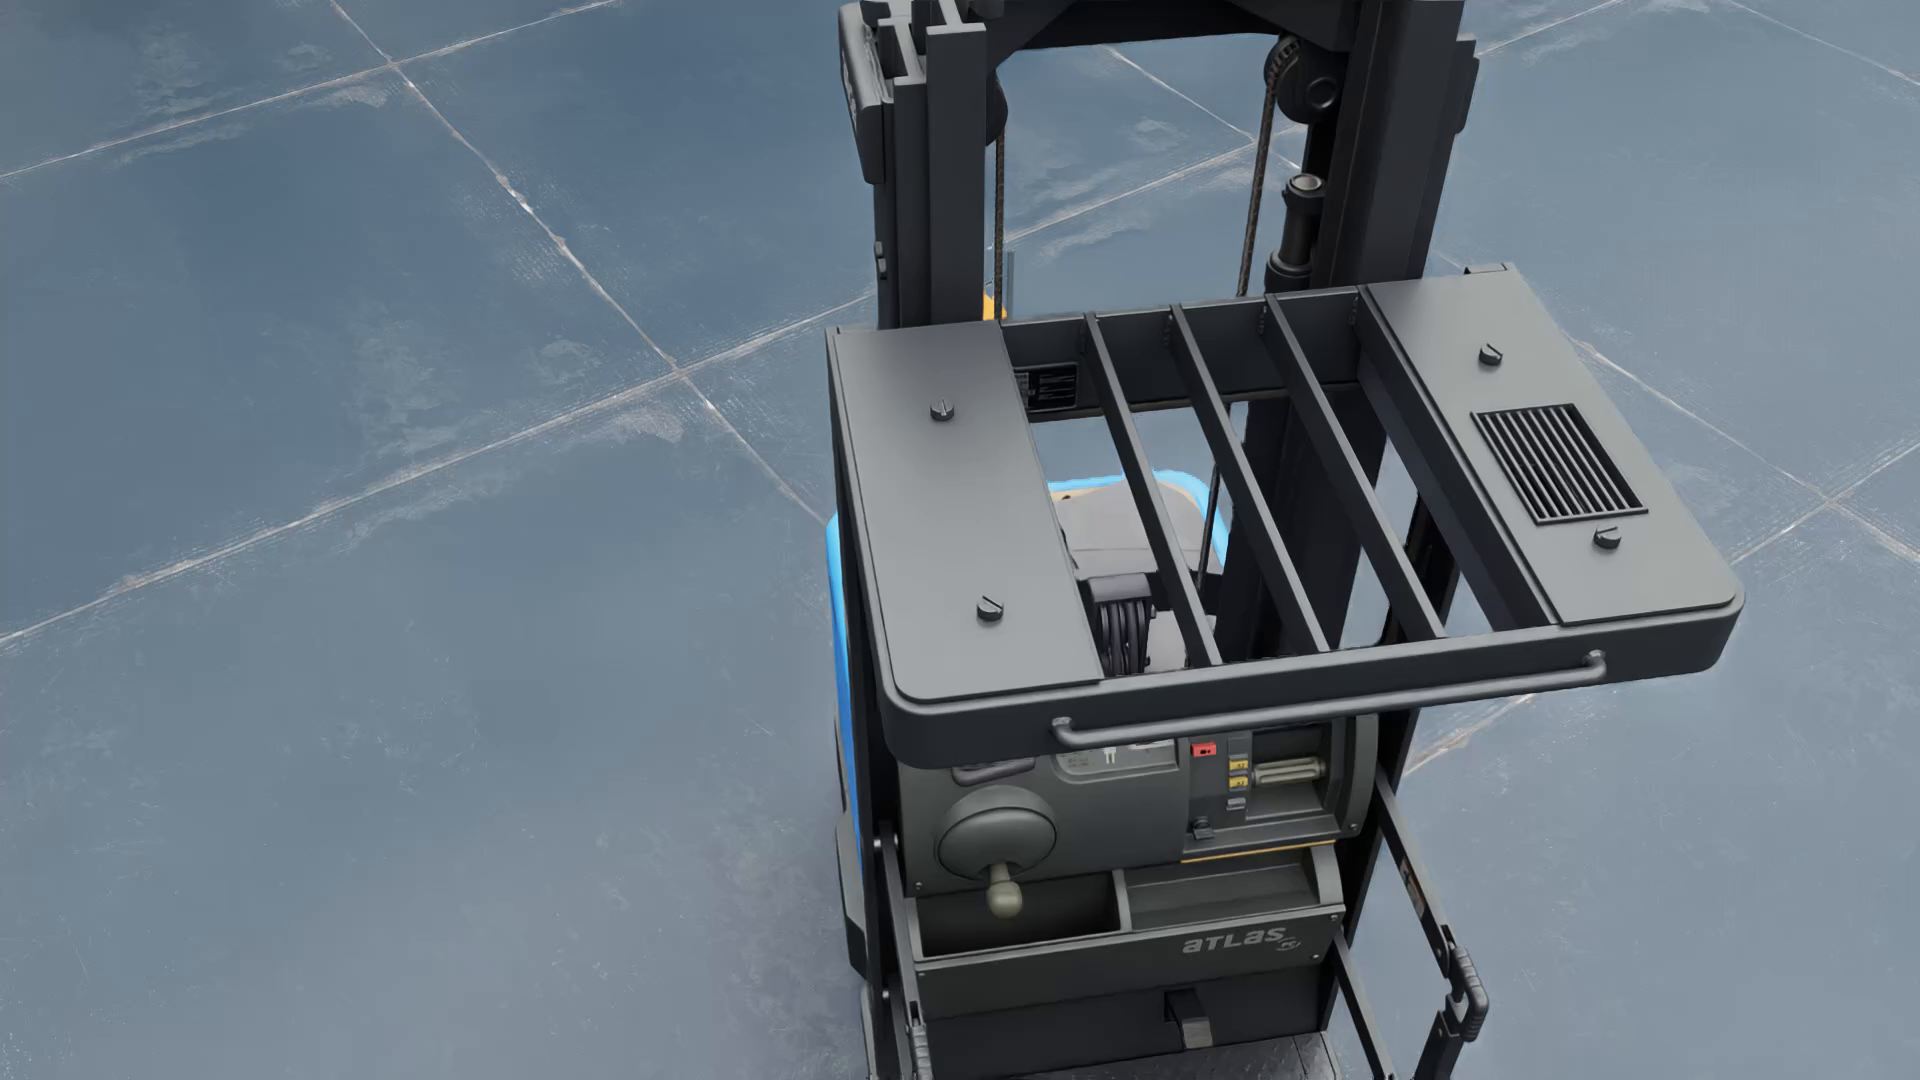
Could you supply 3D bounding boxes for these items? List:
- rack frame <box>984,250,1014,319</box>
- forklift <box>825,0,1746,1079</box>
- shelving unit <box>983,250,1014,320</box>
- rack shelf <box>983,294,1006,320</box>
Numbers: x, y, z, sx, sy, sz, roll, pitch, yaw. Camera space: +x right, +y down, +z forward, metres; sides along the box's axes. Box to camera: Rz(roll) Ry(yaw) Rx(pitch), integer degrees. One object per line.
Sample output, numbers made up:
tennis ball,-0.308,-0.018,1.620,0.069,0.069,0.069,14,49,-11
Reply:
rack frame,0.061,-0.374,5.273,0.240,1.200,0.006,-26,49,-24
forklift,0.381,0.574,3.026,1.130,2.935,3.031,-6,44,-7
shelving unit,0.008,-0.426,5.327,0.258,1.200,0.189,-26,49,-24
rack shelf,0.008,-0.654,5.109,0.258,0.103,0.180,-26,49,-24
